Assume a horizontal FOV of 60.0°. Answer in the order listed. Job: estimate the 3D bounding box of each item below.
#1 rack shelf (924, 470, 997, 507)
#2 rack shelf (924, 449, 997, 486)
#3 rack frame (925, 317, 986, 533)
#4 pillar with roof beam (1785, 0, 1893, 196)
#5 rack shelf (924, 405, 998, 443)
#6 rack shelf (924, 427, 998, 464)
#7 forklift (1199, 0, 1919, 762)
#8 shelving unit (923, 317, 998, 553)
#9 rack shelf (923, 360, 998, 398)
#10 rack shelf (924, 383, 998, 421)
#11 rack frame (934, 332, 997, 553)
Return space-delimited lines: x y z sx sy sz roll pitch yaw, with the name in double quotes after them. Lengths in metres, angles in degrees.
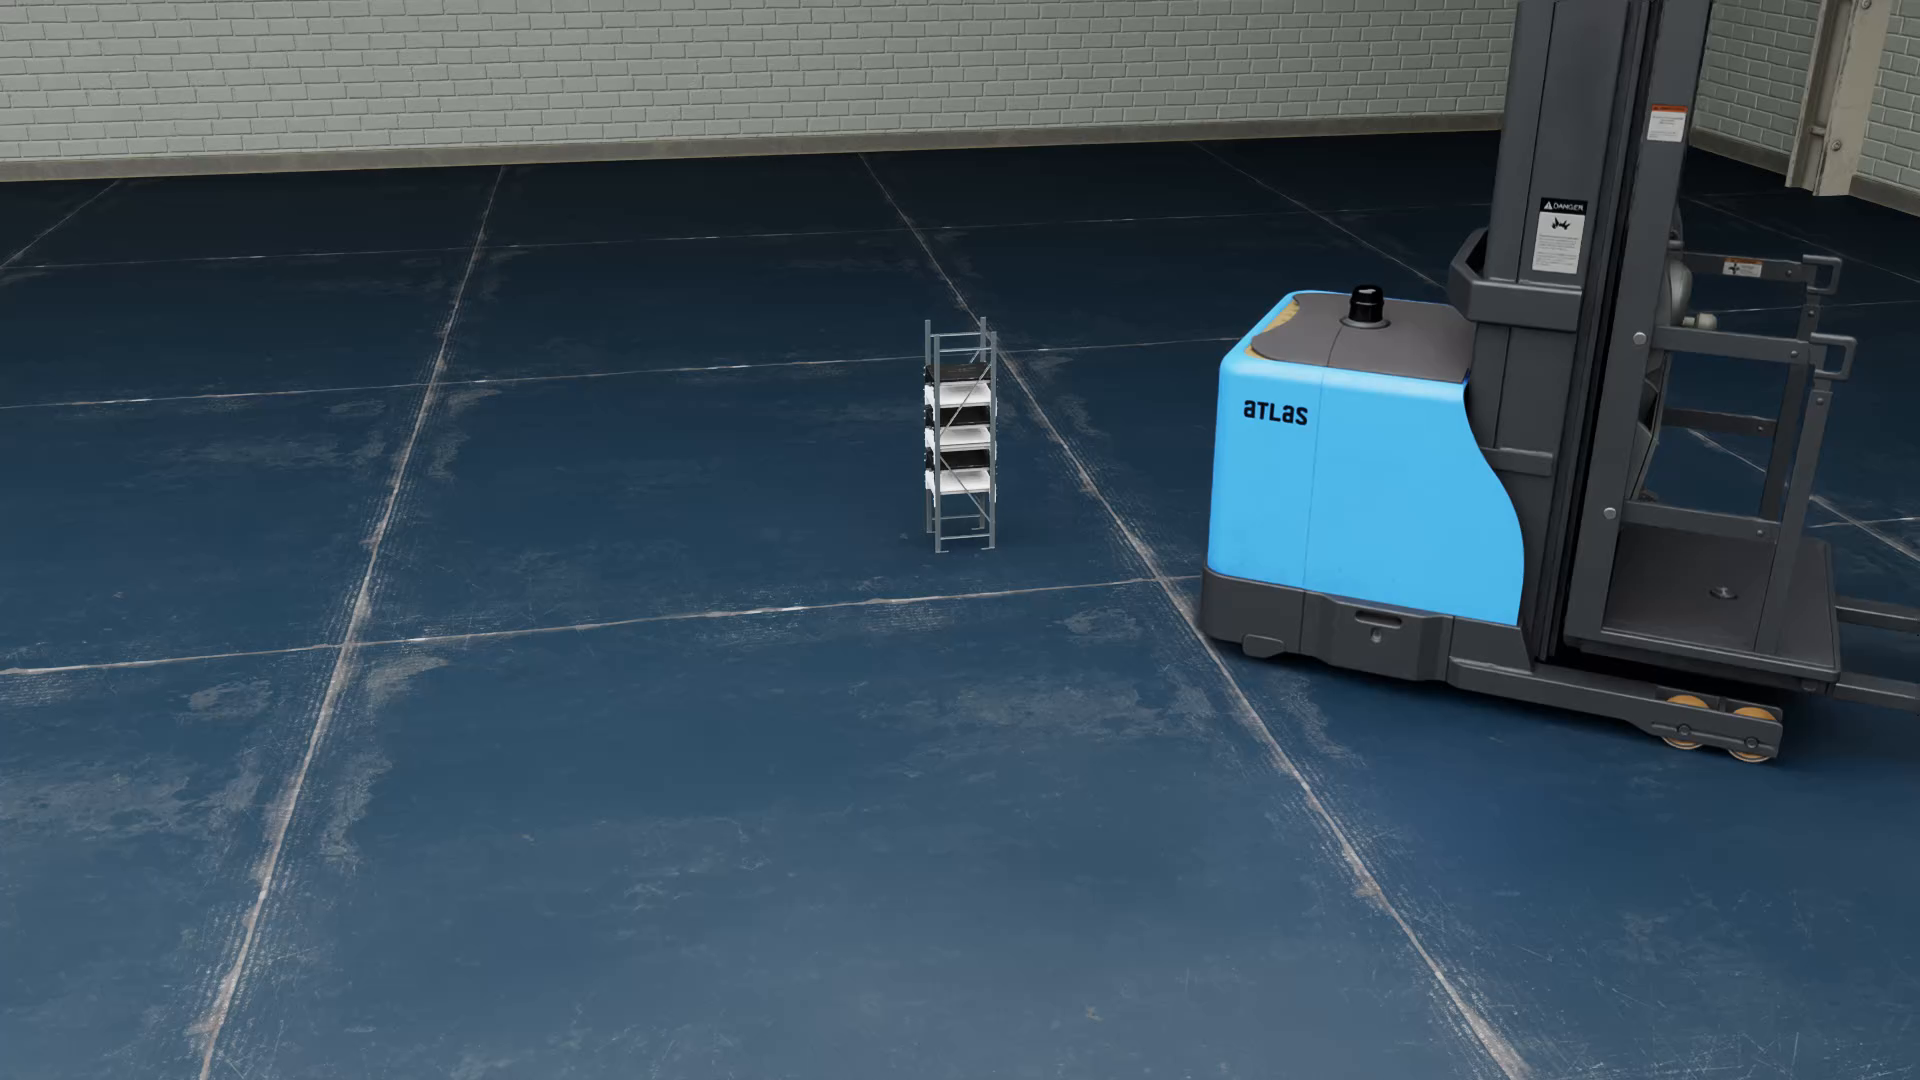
0.001 -0.214 6.648 0.258 0.077 0.200 -4 24 -10 "rack shelf"
0.001 -0.296 6.612 0.258 0.077 0.200 -4 24 -10 "rack shelf"
-0.017 -0.449 6.654 0.240 0.900 0.006 -4 24 -10 "rack frame"
2.488 -6.545 10.493 9.100 9.000 0.400 -4 24 -10 "pillar with roof beam"
0.001 -0.461 6.540 0.258 0.077 0.200 -4 24 -10 "rack shelf"
0.001 -0.379 6.576 0.258 0.077 0.200 -4 24 -10 "rack shelf"
2.408 -0.895 5.136 3.031 2.935 1.130 10 26 22 "forklift"
0.001 -0.409 6.563 0.258 0.900 0.210 -4 24 -10 "shelving unit"
0.001 -0.626 6.468 0.258 0.077 0.200 -4 24 -10 "rack shelf"
0.001 -0.544 6.504 0.258 0.077 0.200 -4 24 -10 "rack shelf"
0.020 -0.369 6.471 0.240 0.900 0.006 -4 24 -10 "rack frame"
